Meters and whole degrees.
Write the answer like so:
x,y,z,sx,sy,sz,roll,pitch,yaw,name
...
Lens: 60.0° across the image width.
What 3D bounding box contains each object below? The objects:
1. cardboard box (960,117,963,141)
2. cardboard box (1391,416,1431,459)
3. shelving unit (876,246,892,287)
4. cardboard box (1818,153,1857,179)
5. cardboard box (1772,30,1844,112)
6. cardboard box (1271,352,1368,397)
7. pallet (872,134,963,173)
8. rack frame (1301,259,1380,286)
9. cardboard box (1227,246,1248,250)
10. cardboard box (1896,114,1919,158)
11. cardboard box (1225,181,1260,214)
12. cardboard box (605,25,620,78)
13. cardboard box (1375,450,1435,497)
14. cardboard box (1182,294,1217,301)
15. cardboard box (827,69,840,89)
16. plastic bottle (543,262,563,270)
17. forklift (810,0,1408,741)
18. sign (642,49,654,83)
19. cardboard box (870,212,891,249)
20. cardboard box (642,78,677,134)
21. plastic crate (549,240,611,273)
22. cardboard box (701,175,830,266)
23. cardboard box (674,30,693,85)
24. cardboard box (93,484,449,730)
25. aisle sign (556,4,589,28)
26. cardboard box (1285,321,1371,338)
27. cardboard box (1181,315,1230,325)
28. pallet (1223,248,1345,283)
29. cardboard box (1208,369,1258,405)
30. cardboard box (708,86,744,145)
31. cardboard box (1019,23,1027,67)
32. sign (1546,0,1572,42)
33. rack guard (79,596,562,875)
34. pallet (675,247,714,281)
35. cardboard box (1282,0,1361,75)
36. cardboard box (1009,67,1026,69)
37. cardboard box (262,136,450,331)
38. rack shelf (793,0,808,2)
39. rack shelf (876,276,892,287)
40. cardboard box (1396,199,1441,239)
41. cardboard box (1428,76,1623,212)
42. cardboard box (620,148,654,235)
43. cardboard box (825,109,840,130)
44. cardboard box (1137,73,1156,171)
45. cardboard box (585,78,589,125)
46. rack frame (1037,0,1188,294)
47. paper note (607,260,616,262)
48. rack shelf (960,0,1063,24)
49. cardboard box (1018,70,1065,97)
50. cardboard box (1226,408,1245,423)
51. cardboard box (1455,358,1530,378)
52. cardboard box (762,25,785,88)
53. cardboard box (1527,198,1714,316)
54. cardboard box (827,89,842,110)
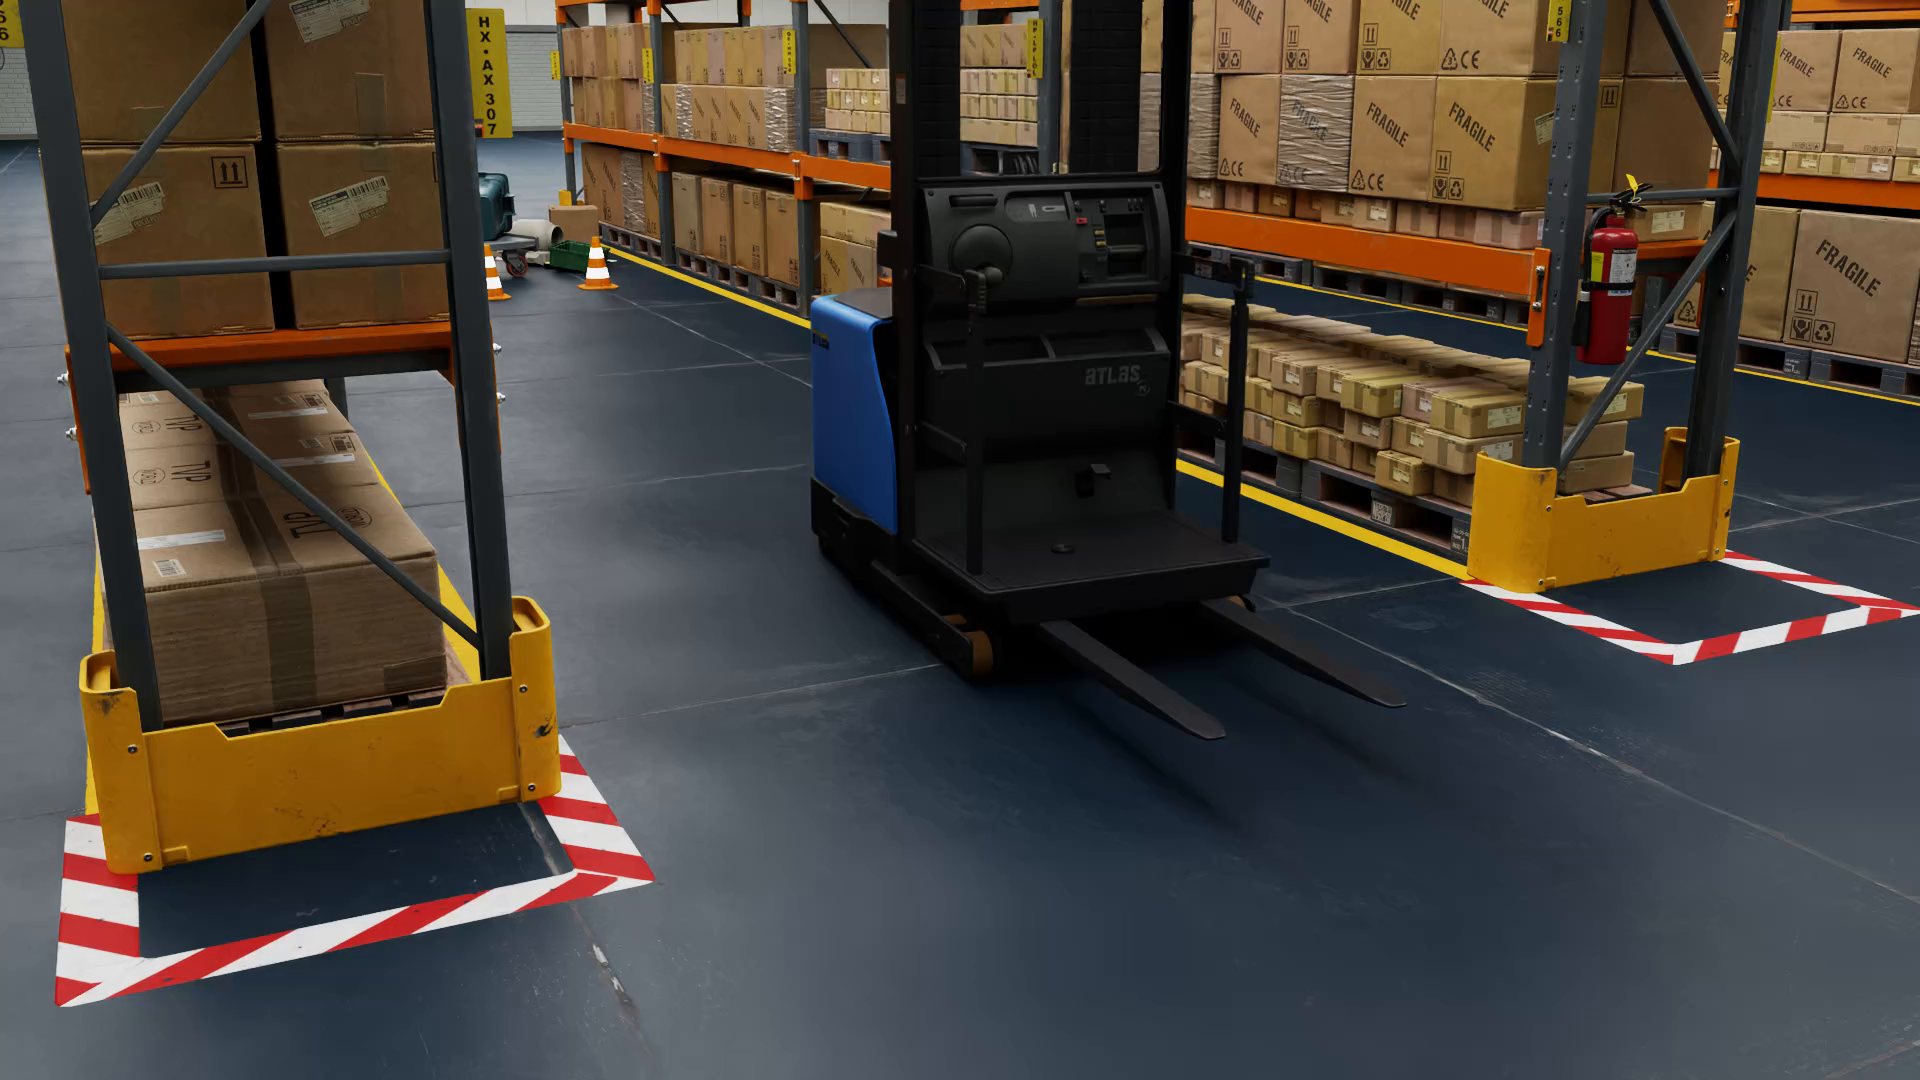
x,y,z,sx,sy,sz,roll,pitch,yaw,name
0.112,-2.724,10.998,0.380,0.149,0.250,-9,18,-27,cardboard box
2.121,-0.462,7.289,0.380,0.149,0.250,-8,18,-26,cardboard box
-0.171,-0.705,7.533,0.258,1.200,0.503,-7,17,-22,shelving unit
5.716,-2.392,10.605,0.380,0.149,0.250,-8,18,-26,cardboard box
5.614,-3.044,10.794,0.500,0.500,0.500,-8,18,-25,cardboard box
1.705,-0.787,7.885,0.380,0.149,0.250,-7,17,-23,cardboard box
0.074,-2.725,11.656,1.003,0.211,1.213,-8,18,-25,pallet
3.673,-3.877,15.324,1.000,3.000,0.127,-8,18,-25,rack frame
3.107,-3.187,16.653,0.700,0.500,0.500,-9,18,-29,cardboard box
6.050,-2.433,10.025,0.500,0.250,0.500,-8,18,-25,cardboard box
1.532,-1.699,8.189,0.380,0.149,0.250,-7,17,-23,cardboard box
-3.411,-5.385,18.348,0.875,0.550,0.500,-8,18,-25,cardboard box
2.053,-0.308,7.292,0.380,0.149,0.250,-7,17,-23,cardboard box
1.312,-1.372,9.922,0.380,0.149,0.250,-7,17,-23,cardboard box
-0.800,-3.531,12.733,0.380,0.149,0.250,-8,18,-25,cardboard box
-4.060,-2.769,16.787,0.283,0.061,0.133,11,19,33,plastic bottle
0.400,-1.071,5.669,1.130,2.935,3.031,-7,17,-22,forklift
-3.081,-4.682,16.414,0.100,0.325,0.005,-8,18,-25,sign
-0.318,-2.214,11.937,0.500,0.250,0.500,-8,18,-24,cardboard box
-2.755,-4.457,17.072,0.875,0.550,0.550,-8,18,-25,cardboard box
-3.836,-2.856,16.757,0.450,0.188,0.662,11,16,1,plastic crate
-1.810,-3.033,15.698,1.050,0.750,0.750,-8,18,-25,cardboard box
-2.360,-4.701,16.201,0.700,0.500,0.500,-8,18,-26,cardboard box
-2.110,0.182,5.062,0.875,0.438,0.875,-8,18,-27,cardboard box
-4.635,-6.518,19.812,0.394,0.787,0.004,-8,18,-25,aisle sign
1.950,-1.057,8.826,0.380,0.149,0.250,-8,18,-27,cardboard box
1.244,-1.124,9.058,0.380,0.149,0.250,-8,18,-26,cardboard box
3.332,-2.731,16.384,1.003,0.211,1.213,-8,18,-25,pallet
1.478,-0.776,8.386,0.380,0.149,0.250,-7,18,-24,cardboard box
-1.933,-3.805,14.890,0.500,0.500,0.500,-7,18,-24,cardboard box
1.038,-5.867,19.724,0.500,0.500,0.500,-8,18,-25,cardboard box
2.167,-1.966,5.991,0.100,0.325,0.005,-8,18,-25,sign
-1.720,0.511,4.563,1.175,0.500,0.348,-8,18,-25,rack guard
-2.177,-2.772,16.529,1.003,0.211,1.213,-8,18,-25,pallet
1.793,-2.328,7.391,0.500,0.500,0.500,-7,17,-22,cardboard box
1.100,-5.548,20.426,0.875,0.500,0.500,-8,18,-25,cardboard box
-1.683,-0.898,4.760,0.500,0.500,0.500,-8,18,-25,cardboard box
0.046,-3.903,11.280,1.077,0.370,4.000,-8,18,-25,rack shelf
-0.171,-1.083,7.424,0.258,0.148,0.480,-7,17,-22,rack shelf
2.079,-1.372,7.049,0.380,0.149,0.250,-8,18,-25,cardboard box
2.247,-1.591,6.635,0.500,0.500,0.500,-7,18,-24,cardboard box
-3.193,-3.863,18.364,0.875,0.875,0.875,-8,18,-25,cardboard box
-0.815,-3.249,12.828,0.380,0.149,0.250,-8,18,-26,cardboard box
1.136,-2.227,8.853,0.500,0.500,0.500,-8,18,-25,cardboard box
-3.871,-5.139,19.447,0.875,0.550,0.550,-8,18,-25,cardboard box
0.922,-2.311,9.867,1.000,3.000,0.127,-8,18,-25,rack frame
-3.691,-2.925,17.388,0.142,0.020,0.147,7,17,23,paper note
1.044,-6.461,20.194,1.077,0.370,4.000,-8,18,-25,rack shelf
0.571,-2.754,10.026,0.380,0.149,0.250,-7,17,-22,cardboard box
1.582,-0.641,8.453,0.380,0.149,0.250,-7,17,-23,cardboard box
2.527,-0.740,7.718,0.380,0.149,0.250,-8,18,-25,cardboard box
-1.240,-4.069,14.000,0.700,0.500,0.500,-8,18,-26,cardboard box
5.127,-2.222,12.648,1.225,0.875,0.875,-8,18,-25,cardboard box
-0.799,-3.383,12.756,0.380,0.149,0.250,-7,17,-22,cardboard box
